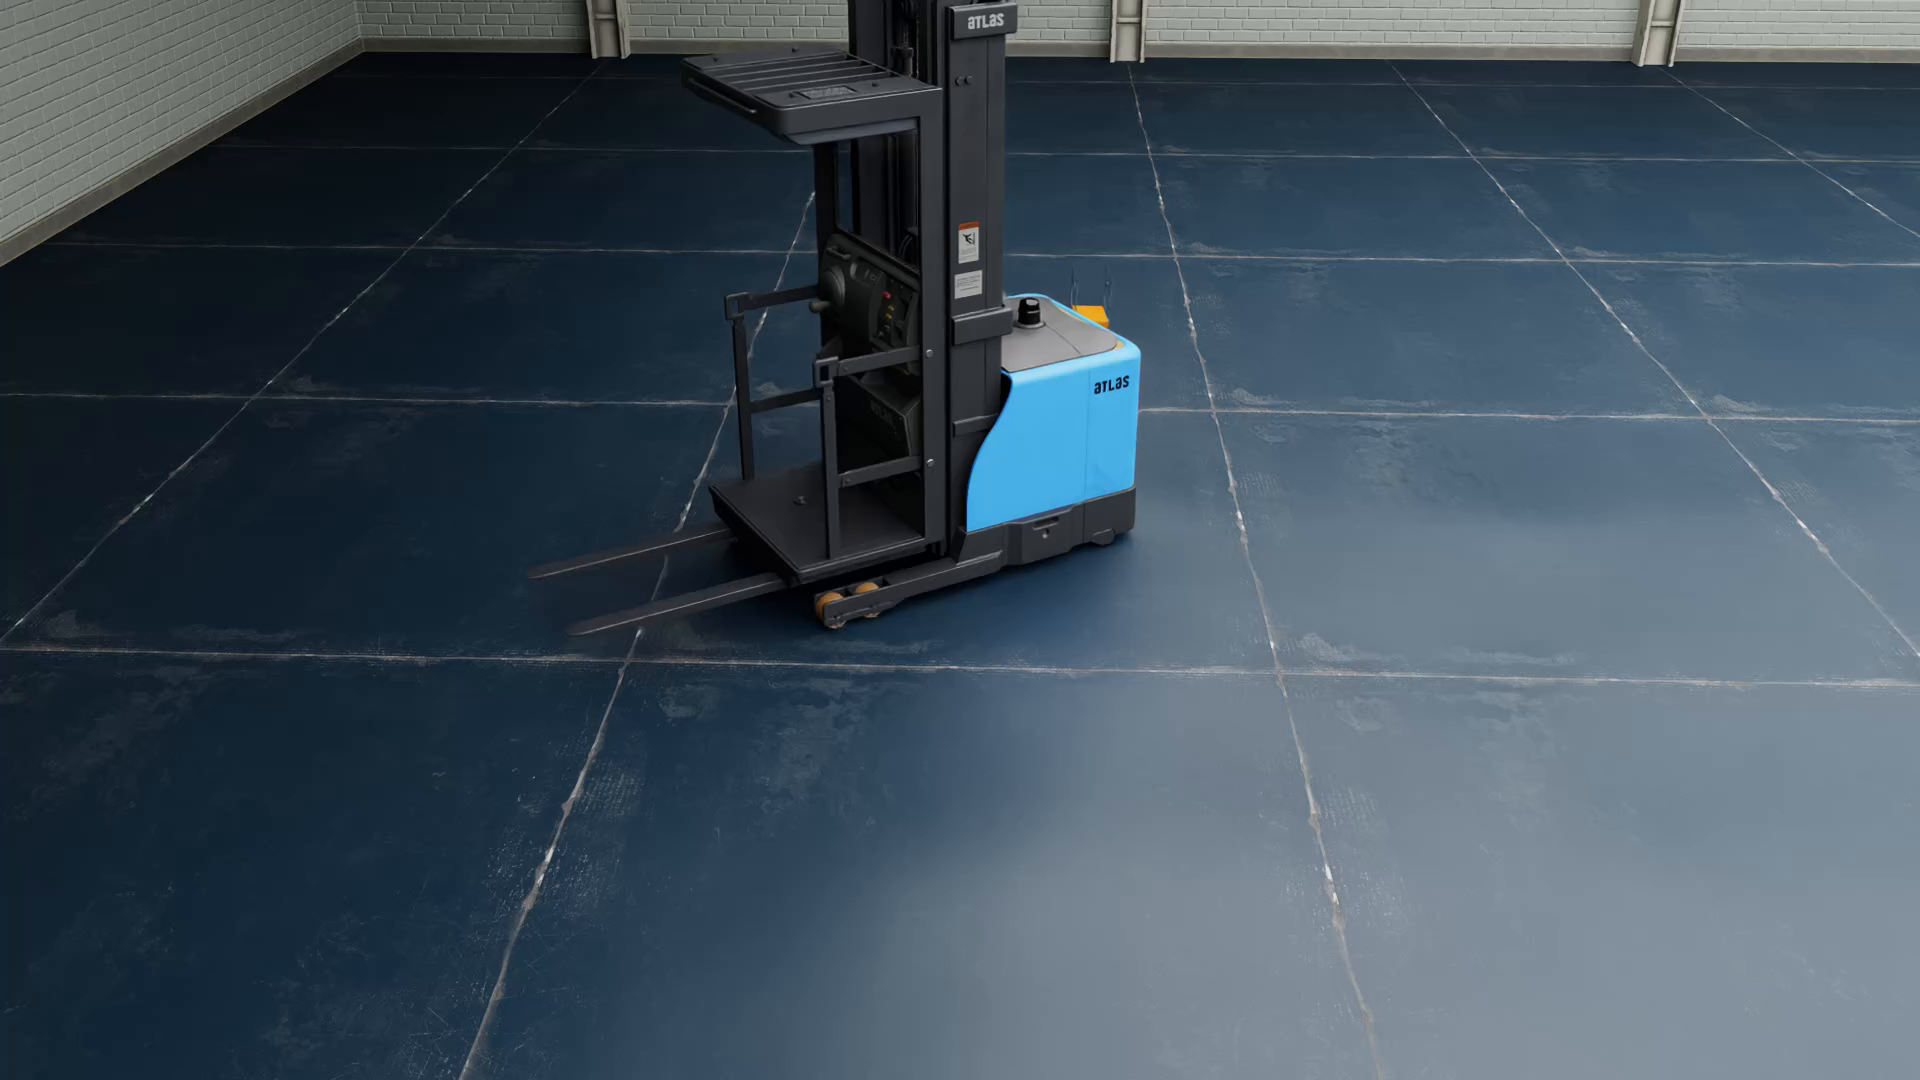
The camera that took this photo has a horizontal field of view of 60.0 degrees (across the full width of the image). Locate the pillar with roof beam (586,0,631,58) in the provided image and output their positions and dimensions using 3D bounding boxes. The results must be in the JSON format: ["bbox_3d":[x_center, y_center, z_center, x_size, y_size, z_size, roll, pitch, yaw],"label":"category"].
[{"bbox_3d":[-4.223,-7.621,13.519,0.400,9.000,9.100,1,28,2],"label":"pillar with roof beam"}]

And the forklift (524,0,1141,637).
[{"bbox_3d":[-0.614,-1.157,7.804,3.031,2.935,1.130,-15,32,-26],"label":"forklift"}]

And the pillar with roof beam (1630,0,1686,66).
[{"bbox_3d":[7.769,-7.423,13.145,0.400,9.000,9.100,1,28,2],"label":"pillar with roof beam"}]

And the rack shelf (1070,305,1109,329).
[{"bbox_3d":[0.700,-1.188,9.031,0.180,0.103,0.258,0,28,-4],"label":"rack shelf"}]

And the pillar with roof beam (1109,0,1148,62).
[{"bbox_3d":[1.773,-7.522,13.332,0.400,9.000,9.100,1,28,2],"label":"pillar with roof beam"}]

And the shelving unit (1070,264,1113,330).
[{"bbox_3d":[0.690,-0.909,9.178,0.189,1.200,0.258,0,28,-4],"label":"shelving unit"}]

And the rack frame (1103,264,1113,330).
[{"bbox_3d":[0.781,-0.909,9.183,0.006,1.200,0.240,0,28,-4],"label":"rack frame"}]

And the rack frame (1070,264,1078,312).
[{"bbox_3d":[0.599,-0.909,9.172,0.006,1.200,0.240,0,28,-4],"label":"rack frame"}]
